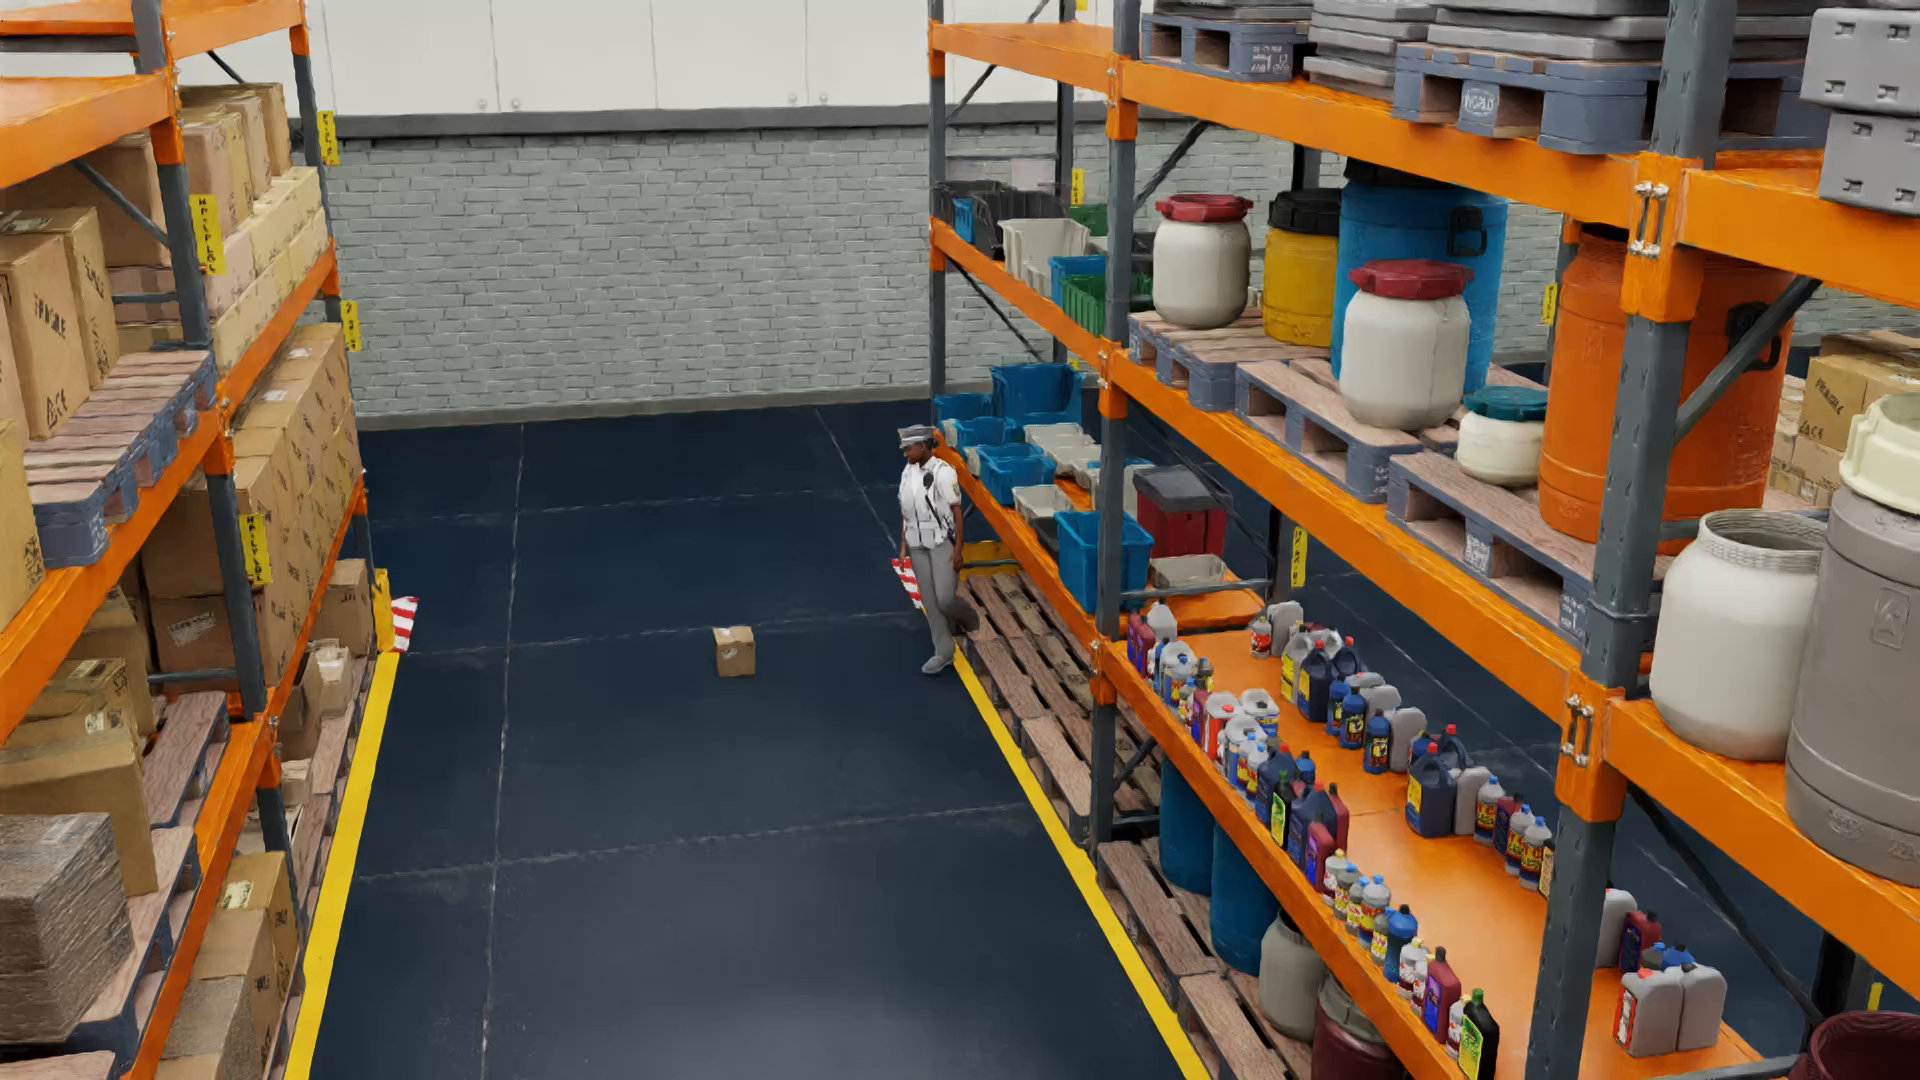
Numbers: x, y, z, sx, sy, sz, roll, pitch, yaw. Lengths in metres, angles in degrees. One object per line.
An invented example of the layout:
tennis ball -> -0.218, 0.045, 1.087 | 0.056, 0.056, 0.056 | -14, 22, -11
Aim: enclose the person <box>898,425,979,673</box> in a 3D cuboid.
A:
person -> -0.168, 0.029, 11.062 | 0.530, 1.645, 0.525 | 12, 23, 30
